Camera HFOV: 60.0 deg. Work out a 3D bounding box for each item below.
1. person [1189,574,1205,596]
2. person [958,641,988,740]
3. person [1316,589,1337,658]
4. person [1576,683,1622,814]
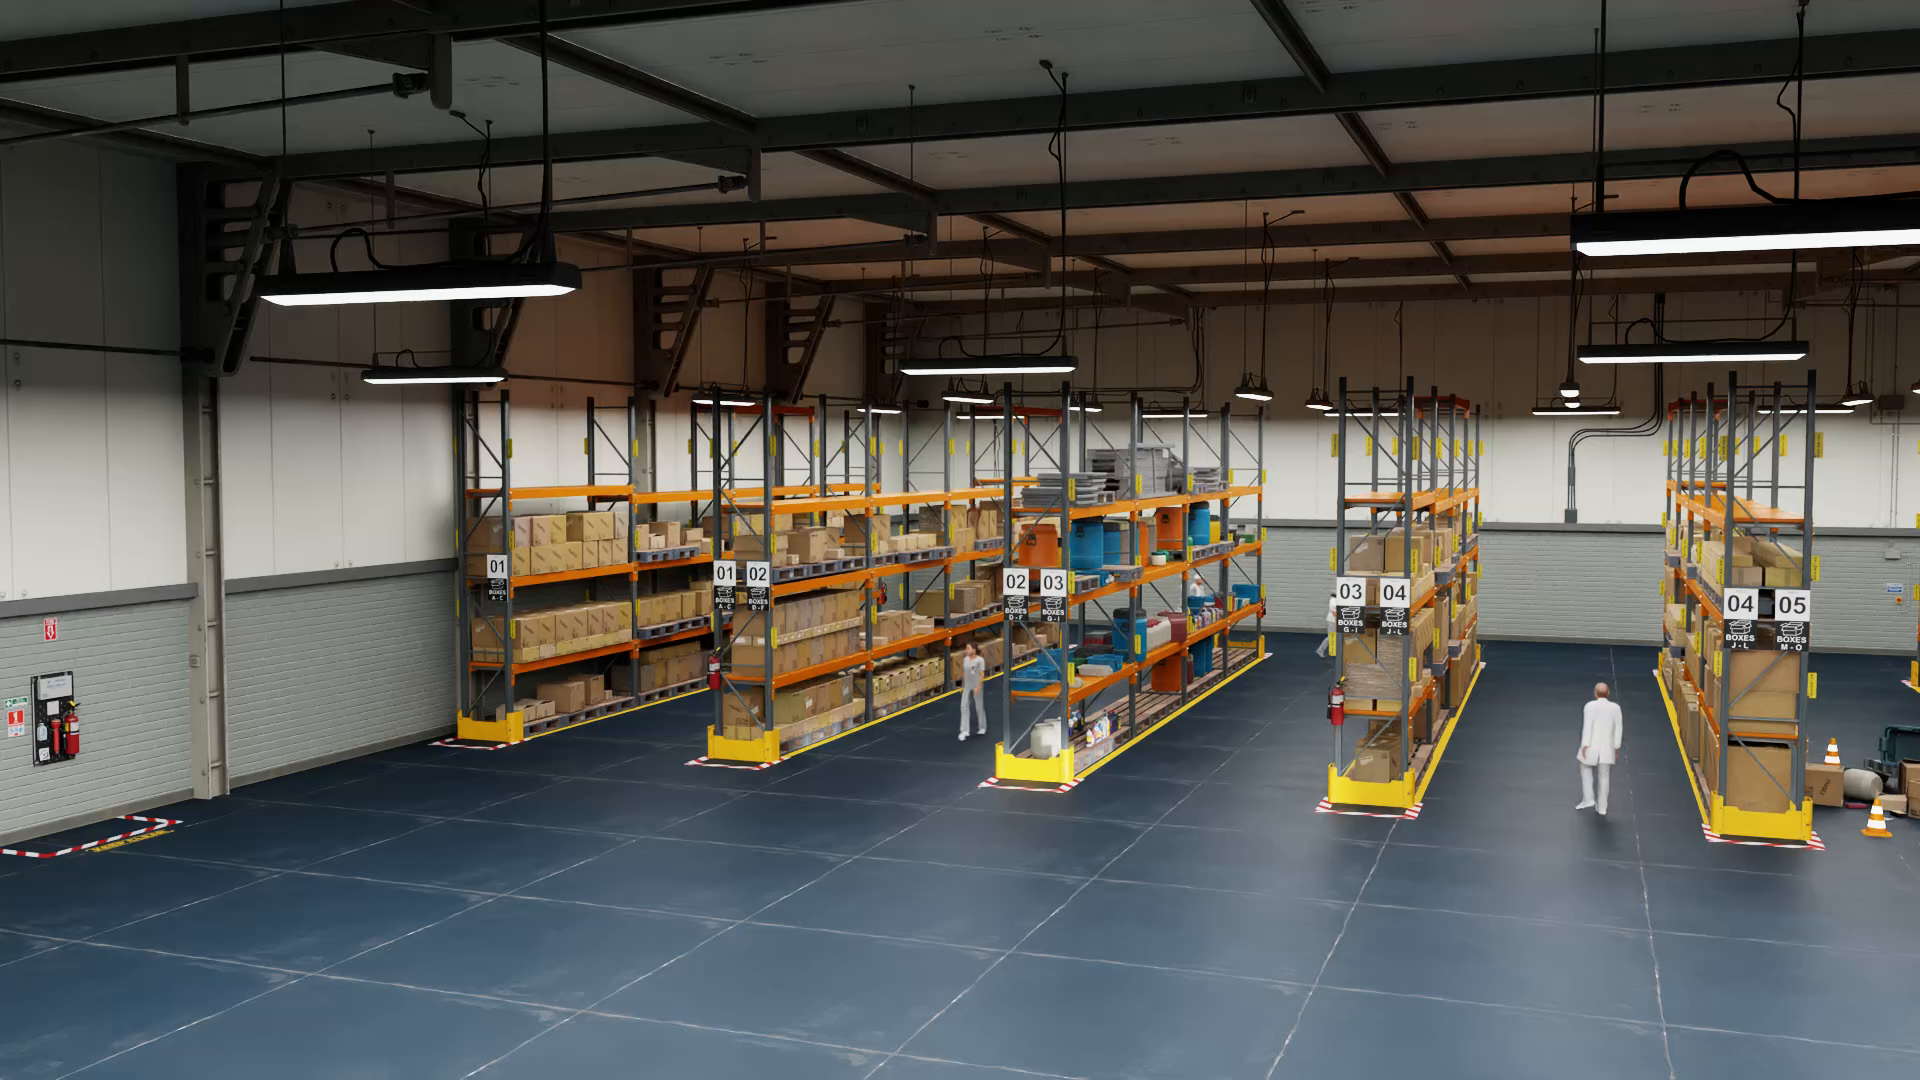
[{"bbox_3d":[6.053,1.749,42.804,0.687,1.782,0.613,3,4,41],"label":"person"},{"bbox_3d":[0.203,2.582,28.803,0.472,1.655,0.860,2,4,27],"label":"person"},{"bbox_3d":[8.904,1.982,39.732,0.713,1.651,0.557,1,3,23],"label":"person"},{"bbox_3d":[8.794,2.874,22.798,0.579,1.814,0.595,1,3,11],"label":"person"}]
